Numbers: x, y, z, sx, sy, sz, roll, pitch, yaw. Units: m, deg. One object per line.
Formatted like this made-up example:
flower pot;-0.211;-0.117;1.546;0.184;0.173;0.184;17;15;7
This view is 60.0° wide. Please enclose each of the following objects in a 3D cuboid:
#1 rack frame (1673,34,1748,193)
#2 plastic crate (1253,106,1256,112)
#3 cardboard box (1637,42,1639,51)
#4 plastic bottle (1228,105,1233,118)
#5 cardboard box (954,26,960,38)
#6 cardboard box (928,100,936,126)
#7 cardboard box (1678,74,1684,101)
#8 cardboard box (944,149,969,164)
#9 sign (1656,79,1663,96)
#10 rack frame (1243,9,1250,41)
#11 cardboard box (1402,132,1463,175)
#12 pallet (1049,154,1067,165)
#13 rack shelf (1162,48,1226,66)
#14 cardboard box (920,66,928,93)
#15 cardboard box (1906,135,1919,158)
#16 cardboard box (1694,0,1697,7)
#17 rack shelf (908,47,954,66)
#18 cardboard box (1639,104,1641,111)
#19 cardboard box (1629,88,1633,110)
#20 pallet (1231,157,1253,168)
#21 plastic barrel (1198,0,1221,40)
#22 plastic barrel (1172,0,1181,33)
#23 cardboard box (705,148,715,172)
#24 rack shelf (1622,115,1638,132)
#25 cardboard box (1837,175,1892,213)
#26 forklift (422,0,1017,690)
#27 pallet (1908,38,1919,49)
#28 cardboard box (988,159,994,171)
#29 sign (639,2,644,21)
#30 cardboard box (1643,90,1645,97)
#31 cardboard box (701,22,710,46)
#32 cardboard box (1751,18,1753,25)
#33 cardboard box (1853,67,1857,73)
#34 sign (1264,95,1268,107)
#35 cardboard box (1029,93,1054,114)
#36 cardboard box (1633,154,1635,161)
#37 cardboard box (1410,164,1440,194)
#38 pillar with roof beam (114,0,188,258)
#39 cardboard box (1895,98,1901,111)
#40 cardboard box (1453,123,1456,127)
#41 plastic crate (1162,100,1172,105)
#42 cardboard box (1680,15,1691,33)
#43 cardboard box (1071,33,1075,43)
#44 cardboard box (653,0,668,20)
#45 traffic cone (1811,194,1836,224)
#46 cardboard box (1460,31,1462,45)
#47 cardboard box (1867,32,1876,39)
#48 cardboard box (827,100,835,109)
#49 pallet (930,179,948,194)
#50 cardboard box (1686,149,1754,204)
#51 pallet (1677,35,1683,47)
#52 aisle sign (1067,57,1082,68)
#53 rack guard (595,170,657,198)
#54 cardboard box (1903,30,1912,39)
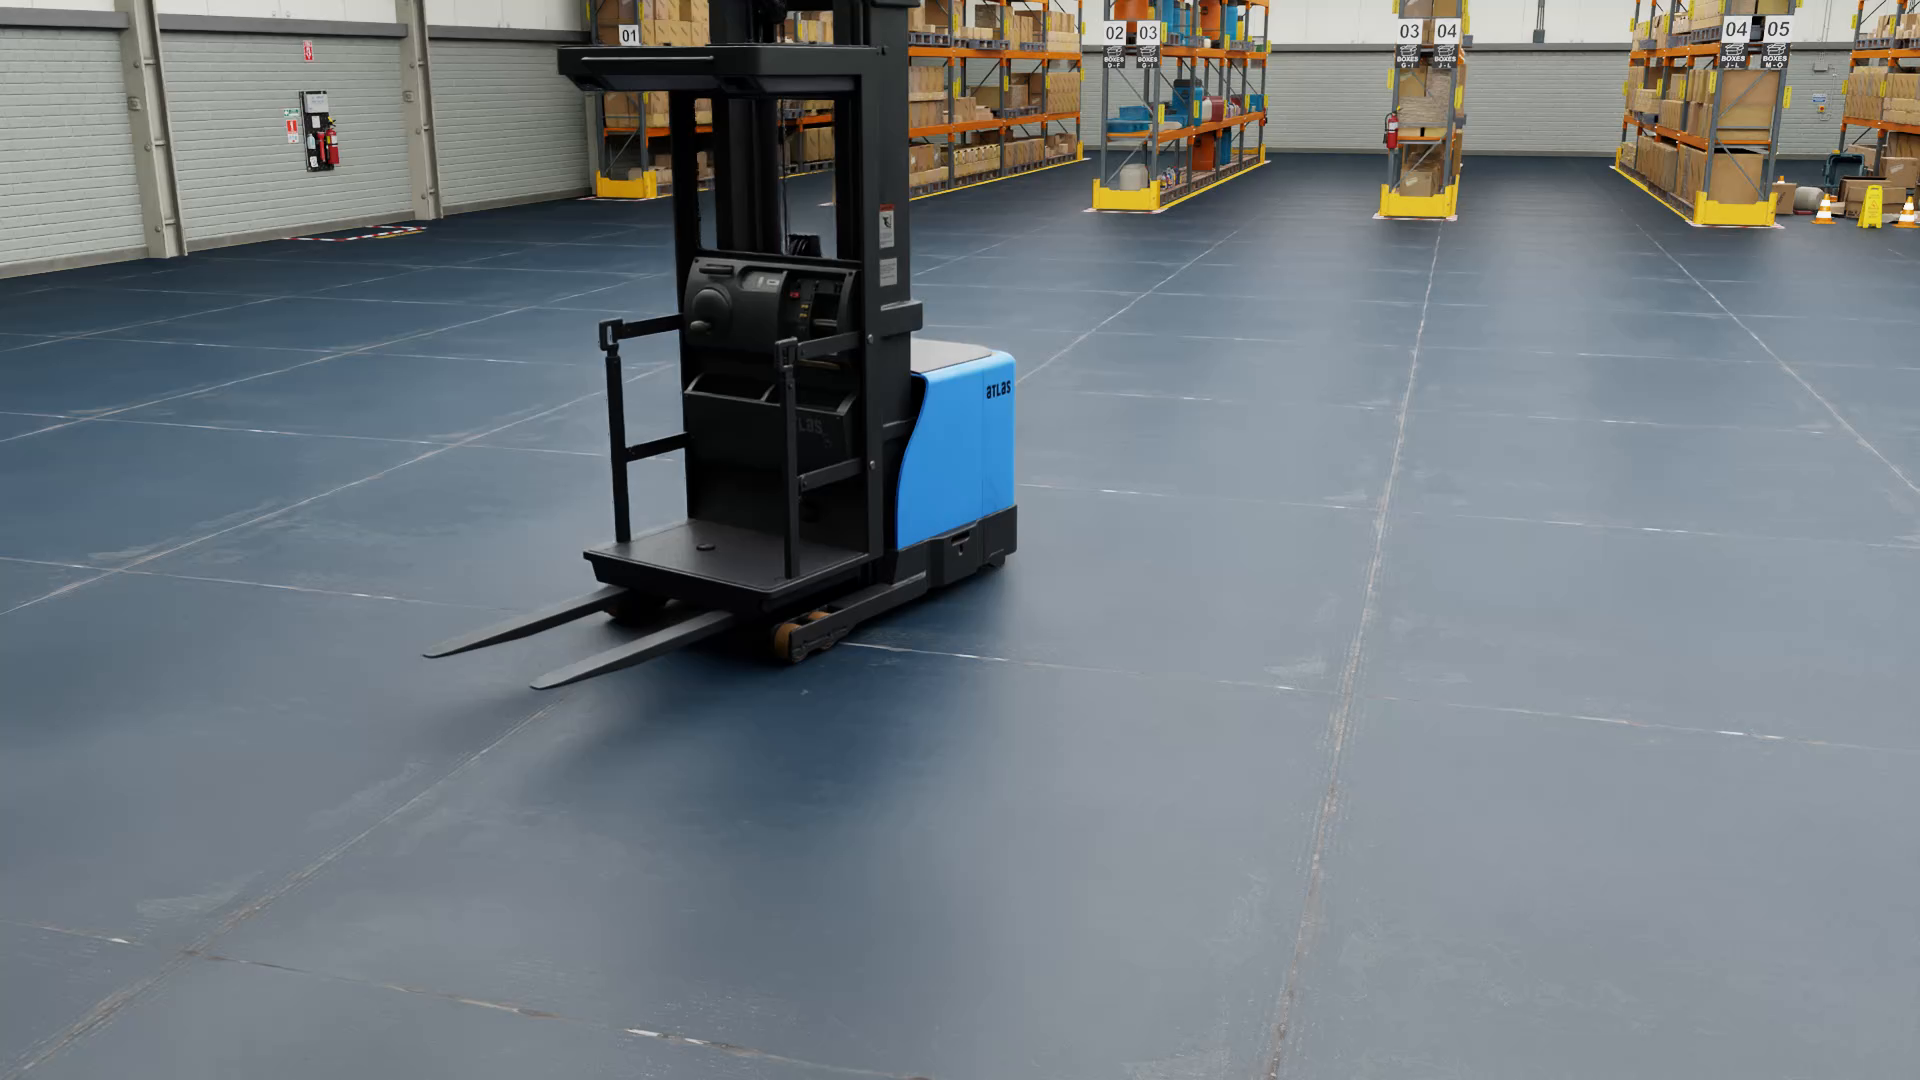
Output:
rack frame;13.600;-7.593;30.102;1.000;3.000;0.127;5;16;16
plastic crate;7.476;-11.202;43.200;0.396;0.136;0.243;5;16;16
cardboard box;16.192;-11.598;39.001;0.500;0.250;0.500;5;16;16
plastic bottle;6.310;-10.030;38.923;0.152;0.276;0.135;5;16;16
cardboard box;-0.286;-10.650;34.890;0.500;0.250;0.500;3;16;10
cardboard box;-0.888;-8.566;33.350;0.700;0.500;0.500;4;16;15
cardboard box;14.168;-8.651;31.818;0.700;0.500;0.500;4;16;15
cardboard box;-0.120;-8.141;35.278;0.500;0.311;0.500;4;16;15
sign;14.214;-9.198;33.784;0.100;0.325;0.005;5;16;16
rack frame;6.398;-13.367;39.466;1.000;3.000;0.127;5;16;16
cardboard box;10.226;-8.409;36.104;1.225;0.875;0.875;4;16;13
pallet;2.191;-10.024;43.785;1.003;0.211;1.213;5;16;16
rack shelf;4.693;-10.008;34.439;1.077;0.370;4.000;5;16;16
cardboard box;-1.029;-9.066;32.733;0.700;0.500;0.500;5;16;16
cardboard box;20.045;-7.869;34.200;0.875;0.875;0.875;5;17;17
cardboard box;13.170;-9.480;29.304;0.380;0.149;0.250;5;17;16
rack shelf;-1.192;-9.347;32.107;1.077;0.370;4.000;5;16;16
cardboard box;15.028;-9.429;36.267;0.380;0.149;0.250;4;16;13
cardboard box;16.339;-10.558;39.829;0.500;0.500;0.500;5;17;17
pallet;6.914;-9.655;42.483;1.003;0.211;1.213;5;16;16
plastic barrel;5.425;-11.435;36.592;0.600;0.830;0.708;5;16;16
plastic barrel;4.061;-10.222;32.956;0.600;0.901;0.708;5;16;16
cardboard box;-5.181;-8.359;36.578;0.700;0.500;0.500;5;17;18
rack shelf;16.442;-9.863;39.424;1.077;0.370;4.000;5;16;16
cardboard box;15.567;-5.954;28.651;0.797;0.637;0.503;5;16;16
forklift;-0.959;-1.042;7.131;1.130;2.935;3.031;11;19;33
pallet;19.958;-10.100;33.788;1.003;0.211;1.213;5;17;18
cardboard box;0.454;-8.407;37.242;0.500;0.250;0.500;4;16;15
sign;-5.991;-9.931;31.248;0.100;0.325;0.005;5;16;16
cardboard box;14.881;-9.577;35.697;0.380;0.149;0.250;5;17;18
cardboard box;-5.437;-10.374;34.192;0.500;0.500;0.500;3;16;11
cardboard box;13.226;-8.514;27.359;0.380;0.149;0.250;5;16;15
cardboard box;21.418;-11.145;39.420;0.380;0.149;0.250;5;17;17
sign;8.066;-11.568;43.816;0.100;0.325;0.005;5;16;16
cardboard box;2.056;-11.026;42.024;0.500;0.500;0.500;5;17;17
cardboard box;15.658;-8.767;38.150;0.380;0.149;0.250;5;17;17
cardboard box;8.464;-6.583;30.352;0.500;0.500;0.500;3;16;11
pillar with roof beam;-6.424;-7.773;19.742;9.100;9.000;0.400;5;16;16
cardboard box;19.962;-9.135;34.898;0.500;0.250;0.500;5;17;17
cardboard box;8.921;-7.605;30.603;0.380;0.149;0.250;5;16;16
plastic crate;4.508;-9.066;35.179;0.402;0.464;0.583;5;16;16
cardboard box;13.887;-9.719;31.311;0.500;0.311;0.500;4;16;14
cardboard box;2.743;-13.239;43.870;0.500;0.250;0.500;5;16;16
cardboard box;-5.978;-10.301;32.100;0.500;0.500;0.500;4;16;15
traffic cone;13.975;-5.355;26.860;0.336;0.463;0.334;5;16;16
cardboard box;8.549;-8.836;29.261;0.500;0.250;0.500;5;17;18
cardboard box;21.255;-11.680;38.524;0.380;0.149;0.250;5;17;18
cardboard box;-3.414;-10.914;41.045;0.500;0.500;0.500;5;17;17
pallet;-0.890;-7.227;33.921;1.003;0.211;1.213;5;16;16
cardboard box;12.840;-6.139;28.101;0.875;0.875;0.875;4;16;15
pallet;14.289;-9.526;31.767;1.003;0.211;1.213;5;17;18
aisle sign;3.099;-13.157;44.956;0.394;0.787;0.004;5;16;16
rack guard;-6.489;-6.927;32.335;1.175;0.500;0.348;5;16;16
cardboard box;19.953;-10.557;34.715;0.380;0.166;0.250;3;16;12
